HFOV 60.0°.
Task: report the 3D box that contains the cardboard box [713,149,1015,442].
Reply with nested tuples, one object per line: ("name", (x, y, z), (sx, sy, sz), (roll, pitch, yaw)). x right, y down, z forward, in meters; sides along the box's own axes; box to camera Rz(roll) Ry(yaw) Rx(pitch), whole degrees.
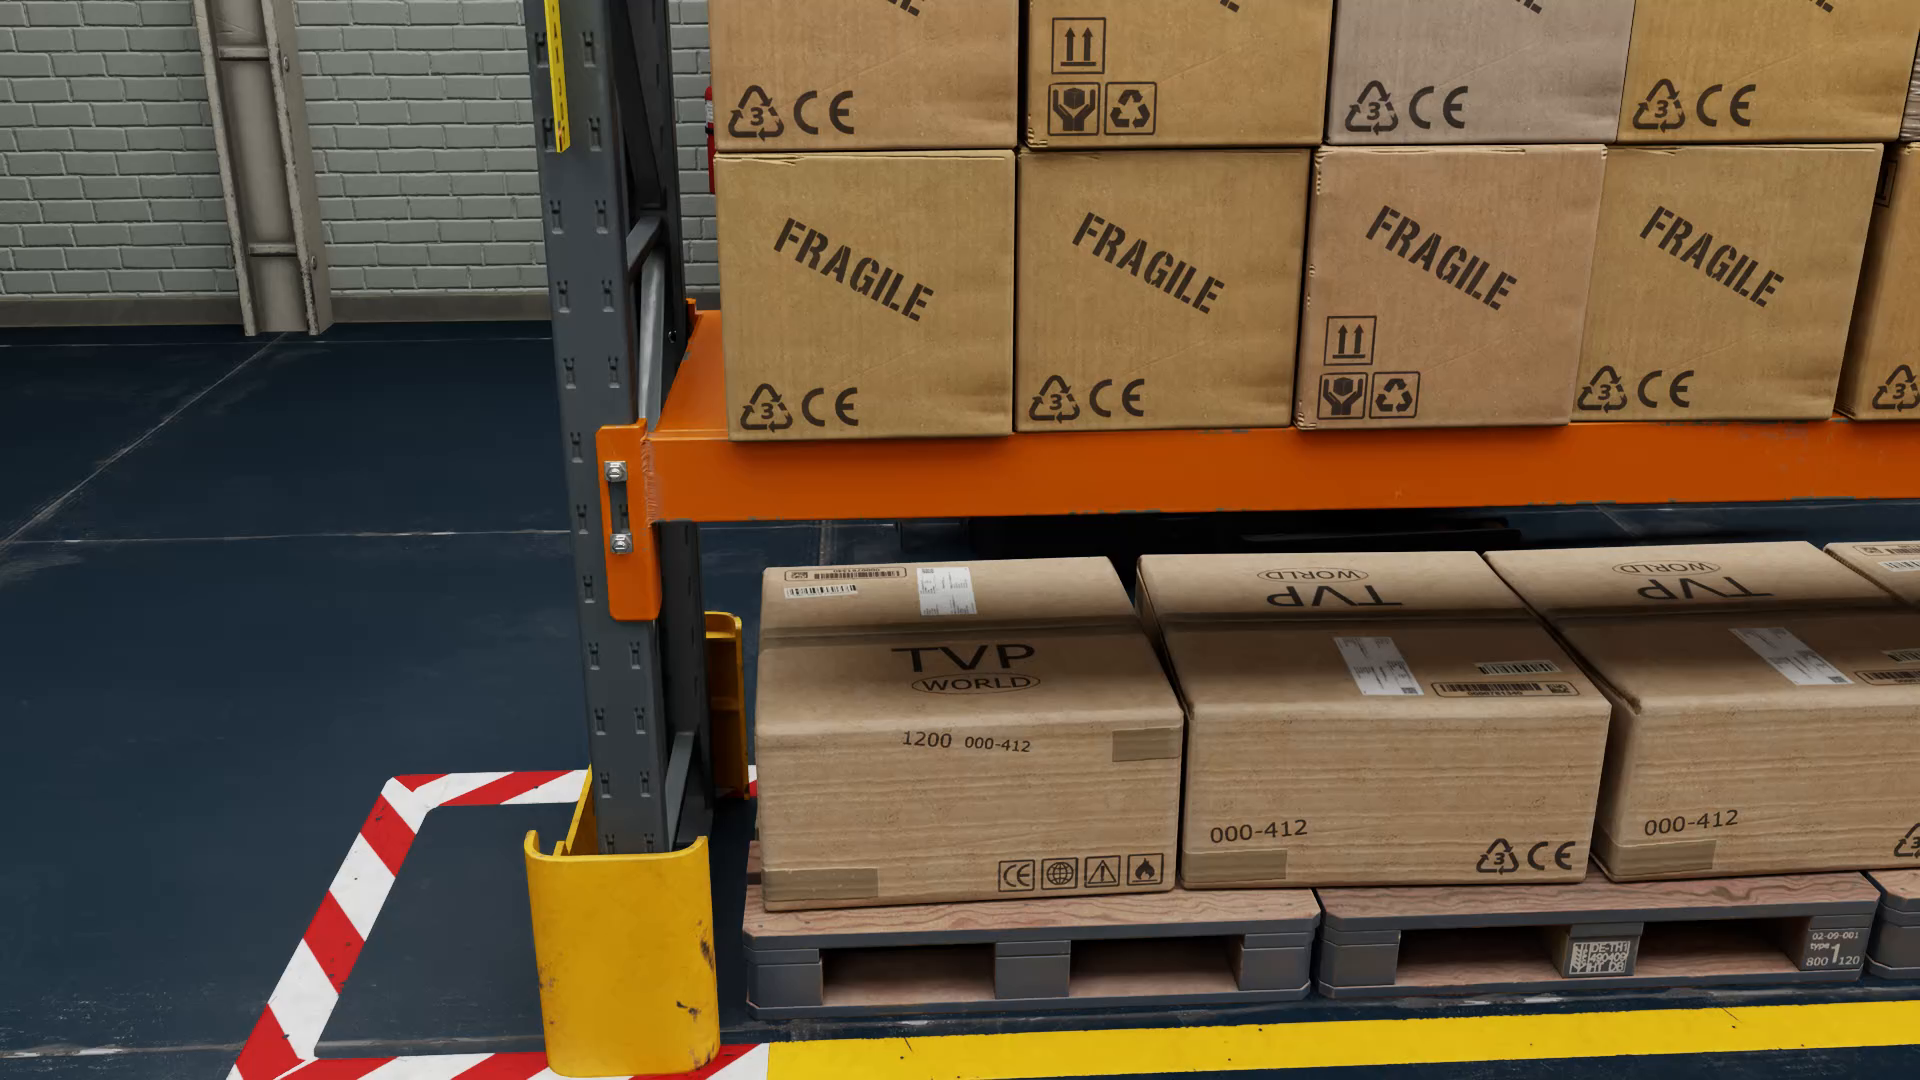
("cardboard box", (-0.173, -0.497, 3.069), (0.500, 0.500, 0.500), (-1, 21, -3))

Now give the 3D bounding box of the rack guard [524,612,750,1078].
("rack guard", (-0.693, 0.627, 3.773), (0.348, 0.500, 1.175), (-1, 21, -3))

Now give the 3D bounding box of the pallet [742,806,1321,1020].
("pallet", (0.125, 0.717, 3.941), (1.213, 0.211, 1.003), (-1, 21, -3))

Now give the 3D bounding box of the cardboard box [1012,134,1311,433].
("cardboard box", (0.330, -0.517, 3.122), (0.500, 0.500, 0.500), (-1, 21, -4))

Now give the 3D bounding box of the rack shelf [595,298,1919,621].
("rack shelf", (1.328, -0.247, 3.564), (4.000, 0.370, 1.077), (-1, 21, -3))

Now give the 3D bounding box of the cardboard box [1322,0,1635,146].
("cardboard box", (0.855, -0.991, 2.962), (0.500, 0.500, 0.500), (-1, 21, -3))

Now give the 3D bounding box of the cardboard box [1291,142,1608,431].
("cardboard box", (0.839, -0.521, 3.132), (0.500, 0.500, 0.500), (-1, 21, -3))

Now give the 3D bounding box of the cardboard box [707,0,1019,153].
("cardboard box", (-0.174, -0.965, 2.893), (0.500, 0.500, 0.500), (-2, 21, -4))

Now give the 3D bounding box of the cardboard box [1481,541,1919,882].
("cardboard box", (1.798, 0.371, 3.942), (0.875, 0.438, 0.875), (-2, 21, -5))

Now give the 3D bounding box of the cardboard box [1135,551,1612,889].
("cardboard box", (0.897, 0.389, 3.895), (0.875, 0.438, 0.875), (-1, 21, -2))

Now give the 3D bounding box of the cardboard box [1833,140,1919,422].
("cardboard box", (1.862, -0.542, 3.188), (0.500, 0.500, 0.500), (-1, 21, -4))

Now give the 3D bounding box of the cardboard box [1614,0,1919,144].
("cardboard box", (1.353, -1.001, 2.989), (0.500, 0.500, 0.500), (-1, 21, -3))

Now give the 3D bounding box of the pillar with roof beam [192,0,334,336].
("pillar with roof beam", (-3.454, -3.845, 3.573), (0.400, 9.000, 9.100), (-1, 21, -3))

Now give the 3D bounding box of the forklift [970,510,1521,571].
("forklift", (1.529, -1.440, 5.784), (3.031, 2.935, 1.130), (-3, 21, -7))

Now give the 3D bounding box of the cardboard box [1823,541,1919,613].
("cardboard box", (2.692, 0.352, 3.990), (0.875, 0.438, 0.875), (-1, 21, -4))

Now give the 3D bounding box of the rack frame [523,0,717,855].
("rack frame", (-0.669, -0.542, 3.329), (0.127, 3.000, 1.000), (-1, 21, -3))

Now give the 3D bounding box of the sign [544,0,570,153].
("sign", (-0.643, -0.786, 2.643), (0.005, 0.325, 0.100), (-1, 21, -3))

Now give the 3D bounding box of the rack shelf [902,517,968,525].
("rack shelf", (-0.103, -0.217, 6.026), (0.240, 0.259, 0.215), (-3, 21, -7))

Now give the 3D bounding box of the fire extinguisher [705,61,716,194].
("fire extinguisher", (-1.077, -1.928, 7.601), (0.183, 0.674, 0.296), (-1, 21, -3))

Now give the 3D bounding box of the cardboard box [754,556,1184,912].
("cardboard box", (-0.016, 0.410, 3.839), (0.875, 0.438, 0.875), (-2, 21, -5))

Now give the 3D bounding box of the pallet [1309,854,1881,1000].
("pallet", (1.340, 0.693, 4.003), (1.213, 0.211, 1.003), (-1, 21, -3))

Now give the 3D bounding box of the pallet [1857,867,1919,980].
("pallet", (2.561, 0.668, 4.071), (1.213, 0.211, 1.003), (-1, 21, -3))

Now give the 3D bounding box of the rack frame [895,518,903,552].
("rack frame", (-0.224, -0.481, 5.908), (0.008, 1.050, 0.200), (-3, 21, -7))

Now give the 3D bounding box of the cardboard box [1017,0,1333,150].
("cardboard box", (0.342, -0.978, 2.927), (0.500, 0.500, 0.500), (-2, 21, -5))

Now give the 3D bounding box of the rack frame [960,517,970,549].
("rack frame", (0.018, -0.492, 5.938), (0.008, 1.050, 0.200), (-3, 21, -7))

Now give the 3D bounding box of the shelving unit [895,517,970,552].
("shelving unit", (-0.103, -0.486, 5.923), (0.252, 1.050, 0.215), (-3, 21, -7))

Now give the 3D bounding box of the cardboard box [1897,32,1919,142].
("cardboard box", (1.854, -1.009, 3.009), (0.500, 0.500, 0.500), (-1, 21, -2))

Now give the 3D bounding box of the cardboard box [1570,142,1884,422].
("cardboard box", (1.338, -0.537, 3.175), (0.500, 0.500, 0.500), (0, 21, -1))
